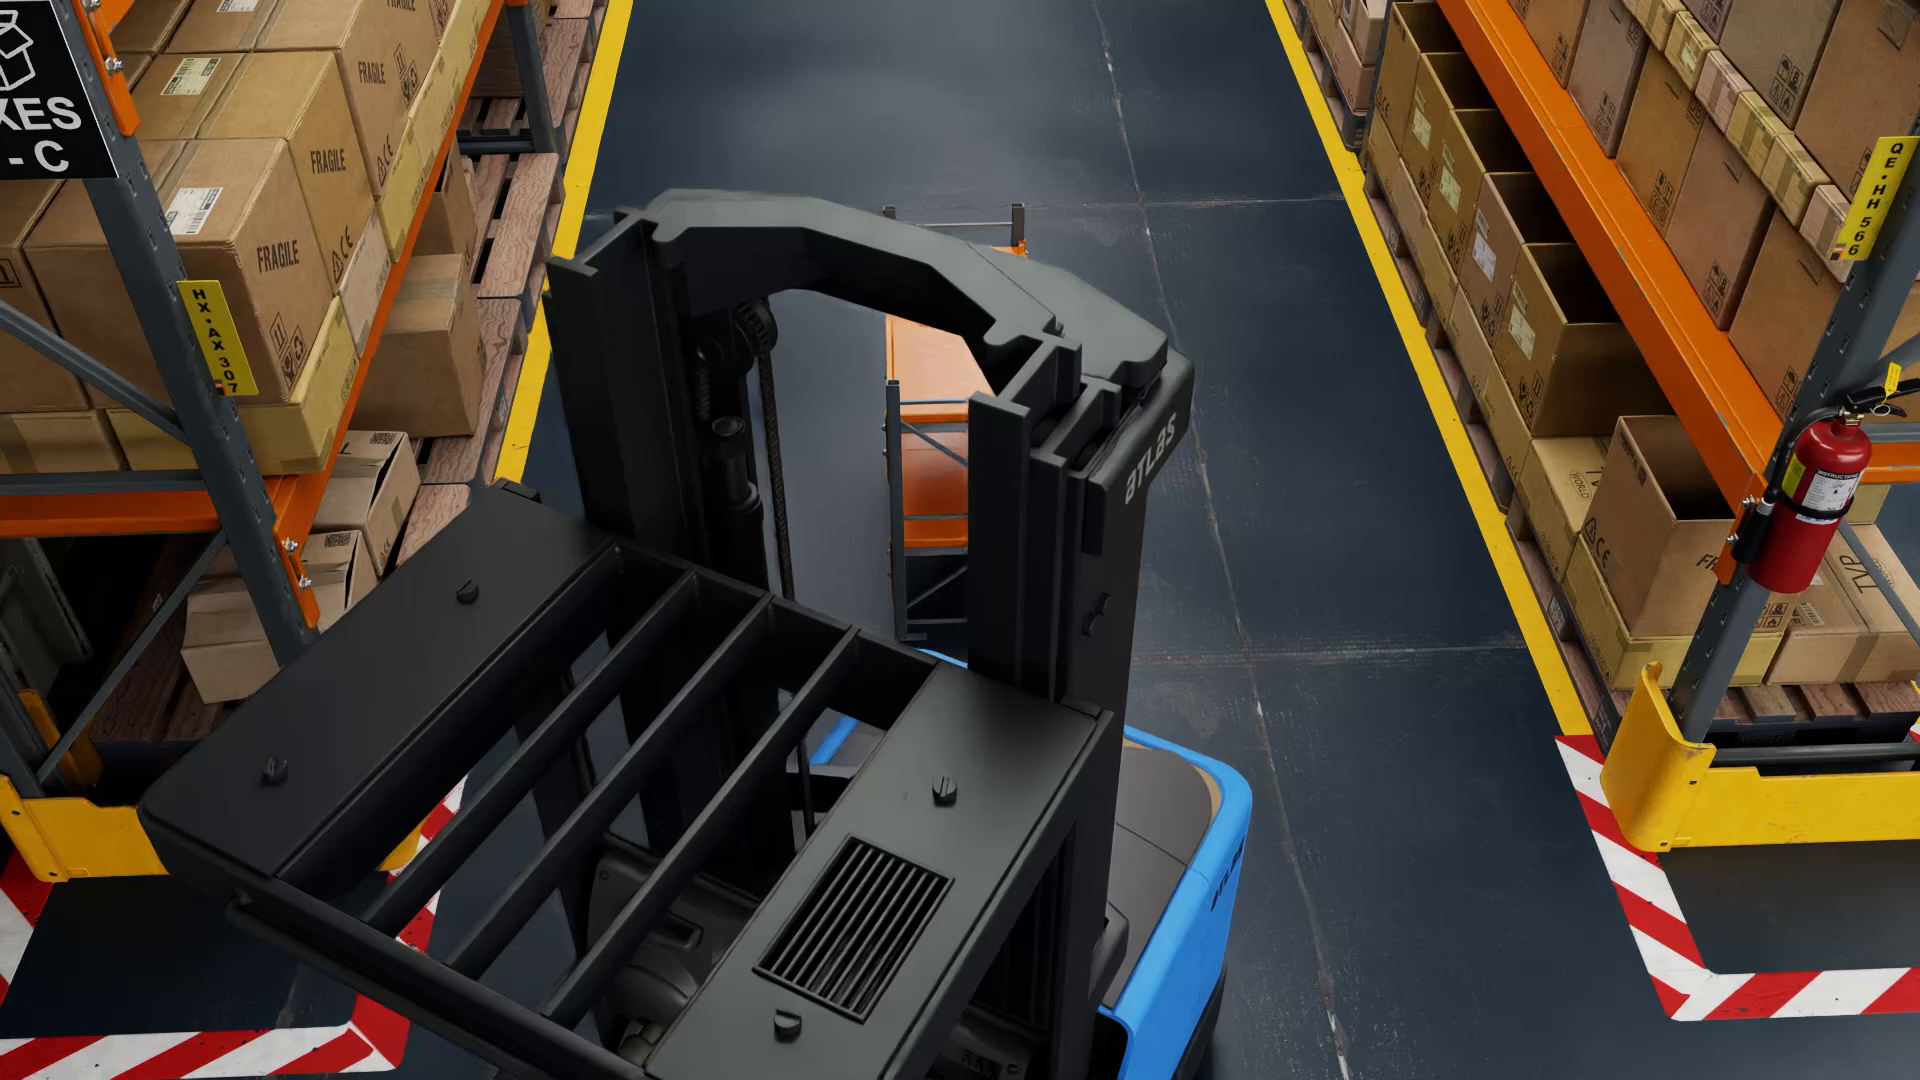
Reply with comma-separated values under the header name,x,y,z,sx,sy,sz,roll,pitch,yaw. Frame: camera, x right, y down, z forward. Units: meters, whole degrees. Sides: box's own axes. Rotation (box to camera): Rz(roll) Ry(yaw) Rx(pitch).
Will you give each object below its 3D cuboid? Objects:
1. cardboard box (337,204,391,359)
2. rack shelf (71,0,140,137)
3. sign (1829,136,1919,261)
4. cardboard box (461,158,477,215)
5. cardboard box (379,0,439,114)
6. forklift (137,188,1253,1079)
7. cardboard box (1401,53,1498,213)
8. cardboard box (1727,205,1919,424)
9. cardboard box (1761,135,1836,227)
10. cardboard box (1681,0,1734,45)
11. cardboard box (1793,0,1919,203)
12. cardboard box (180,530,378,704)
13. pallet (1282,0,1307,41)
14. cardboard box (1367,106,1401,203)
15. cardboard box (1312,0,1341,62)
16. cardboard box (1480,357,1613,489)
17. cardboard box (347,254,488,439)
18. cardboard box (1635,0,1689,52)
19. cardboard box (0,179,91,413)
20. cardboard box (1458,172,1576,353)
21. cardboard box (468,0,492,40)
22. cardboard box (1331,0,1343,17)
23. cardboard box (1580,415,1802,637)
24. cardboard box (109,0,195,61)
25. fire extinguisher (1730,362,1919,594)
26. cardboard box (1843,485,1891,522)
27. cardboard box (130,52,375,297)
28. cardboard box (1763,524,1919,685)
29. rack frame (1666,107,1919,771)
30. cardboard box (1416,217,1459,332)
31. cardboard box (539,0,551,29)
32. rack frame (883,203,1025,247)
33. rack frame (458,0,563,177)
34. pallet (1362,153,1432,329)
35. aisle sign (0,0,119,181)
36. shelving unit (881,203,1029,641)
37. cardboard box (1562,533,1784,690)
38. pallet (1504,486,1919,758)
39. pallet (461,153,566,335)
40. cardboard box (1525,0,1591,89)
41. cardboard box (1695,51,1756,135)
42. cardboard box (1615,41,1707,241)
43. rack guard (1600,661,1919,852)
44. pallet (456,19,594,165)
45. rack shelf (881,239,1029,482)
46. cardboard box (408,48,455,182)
name,x,y,z,sx,sy,sz,roll,pitch,yaw
cardboard box,-2.025,-0.776,4.973,0.500,0.250,0.500,-3,43,-3
rack shelf,-2.370,-2.326,4.880,1.077,0.370,4.000,-2,43,-2
sign,2.121,-0.788,3.858,0.100,0.325,0.005,-2,43,-2
cardboard box,-2.402,-1.593,7.539,0.380,0.166,0.250,-7,43,-7
cardboard box,-2.065,-1.726,5.454,0.500,0.500,0.500,0,43,0
forklift,-0.406,1.008,2.982,1.130,2.935,3.031,20,46,20
cardboard box,2.230,-1.739,7.096,0.500,0.500,0.500,-2,43,-2
cardboard box,2.657,-0.632,4.646,0.700,0.500,0.500,-2,43,-2
cardboard box,2.445,-0.985,4.551,0.380,0.149,0.250,-1,43,-1
cardboard box,2.605,-1.842,5.005,0.700,0.500,0.500,-1,43,-2
cardboard box,2.655,-1.146,4.247,0.700,0.500,0.500,-1,43,-2
cardboard box,-2.224,0.224,5.450,0.500,0.311,0.500,-6,43,-7
pallet,2.369,-3.274,9.666,1.003,0.211,1.213,-2,43,-2
cardboard box,2.211,-1.800,7.718,0.500,0.250,0.500,-2,43,-2
cardboard box,2.167,-2.735,8.738,0.500,0.250,0.500,-2,43,-2
cardboard box,2.290,-0.450,6.245,0.500,0.250,0.500,-2,43,-2
cardboard box,-2.230,-0.727,6.348,0.700,0.500,0.500,-4,43,-4
cardboard box,2.401,-1.683,5.312,0.380,0.149,0.250,-1,43,-1
cardboard box,-2.517,-0.676,4.309,0.500,0.500,0.500,-2,43,-2
cardboard box,2.267,-1.063,6.359,0.500,0.500,0.500,-2,43,-2
cardboard box,-2.119,-2.140,6.461,0.500,0.250,0.500,-1,43,-2
cardboard box,2.162,-2.945,8.552,0.500,0.311,0.500,-1,43,-1
cardboard box,2.344,-0.051,5.255,0.500,0.500,0.500,-2,43,-2
cardboard box,-2.555,-1.365,5.061,0.500,0.500,0.500,-3,43,-3
fire extinguisher,2.205,-0.158,4.260,0.296,0.674,0.183,-2,43,-2
cardboard box,2.840,-0.404,5.640,0.500,0.500,0.500,-2,43,-2
cardboard box,-2.016,-1.029,4.694,0.500,0.500,0.500,-2,43,-2
cardboard box,2.864,0.210,5.525,0.500,0.250,0.500,-2,43,-2
rack frame,2.664,-0.280,4.336,1.000,3.000,0.127,-2,43,-2
cardboard box,2.243,-1.124,6.981,0.500,0.250,0.500,-2,43,-2
cardboard box,-2.575,-2.920,8.740,0.700,0.500,0.500,-2,43,-3
rack frame,-0.022,-0.762,6.249,0.500,1.125,0.032,-2,43,-2
rack frame,-2.455,-2.836,7.124,1.000,3.000,0.127,-2,43,-2
pallet,2.486,-1.414,7.637,1.003,0.211,1.213,-2,43,-2
aisle sign,-1.982,-1.054,3.256,0.394,0.787,0.004,-2,43,-2
shelving unit,0.000,-0.419,5.875,0.538,1.125,1.048,-2,43,-2
cardboard box,2.346,0.225,5.509,0.500,0.250,0.500,-2,43,-2
pallet,2.590,0.233,5.840,1.003,0.211,1.213,-2,43,-2
pallet,-2.391,-1.355,7.573,1.003,0.211,1.213,-2,43,-2
cardboard box,2.566,-2.023,6.163,0.700,0.500,0.500,-1,43,-1
cardboard box,2.426,-1.328,4.925,0.380,0.149,0.250,-1,43,-1
cardboard box,2.615,-1.322,5.399,0.700,0.500,0.500,-1,43,-2
rack guard,2.665,0.658,5.163,1.175,0.500,0.348,-2,43,-2
pallet,-2.489,-2.333,8.639,1.003,0.211,1.213,-2,43,-2
rack shelf,0.000,-0.635,5.677,0.538,0.278,1.000,-2,43,-2
cardboard box,-2.060,-1.462,5.721,0.500,0.250,0.500,-1,43,-1
